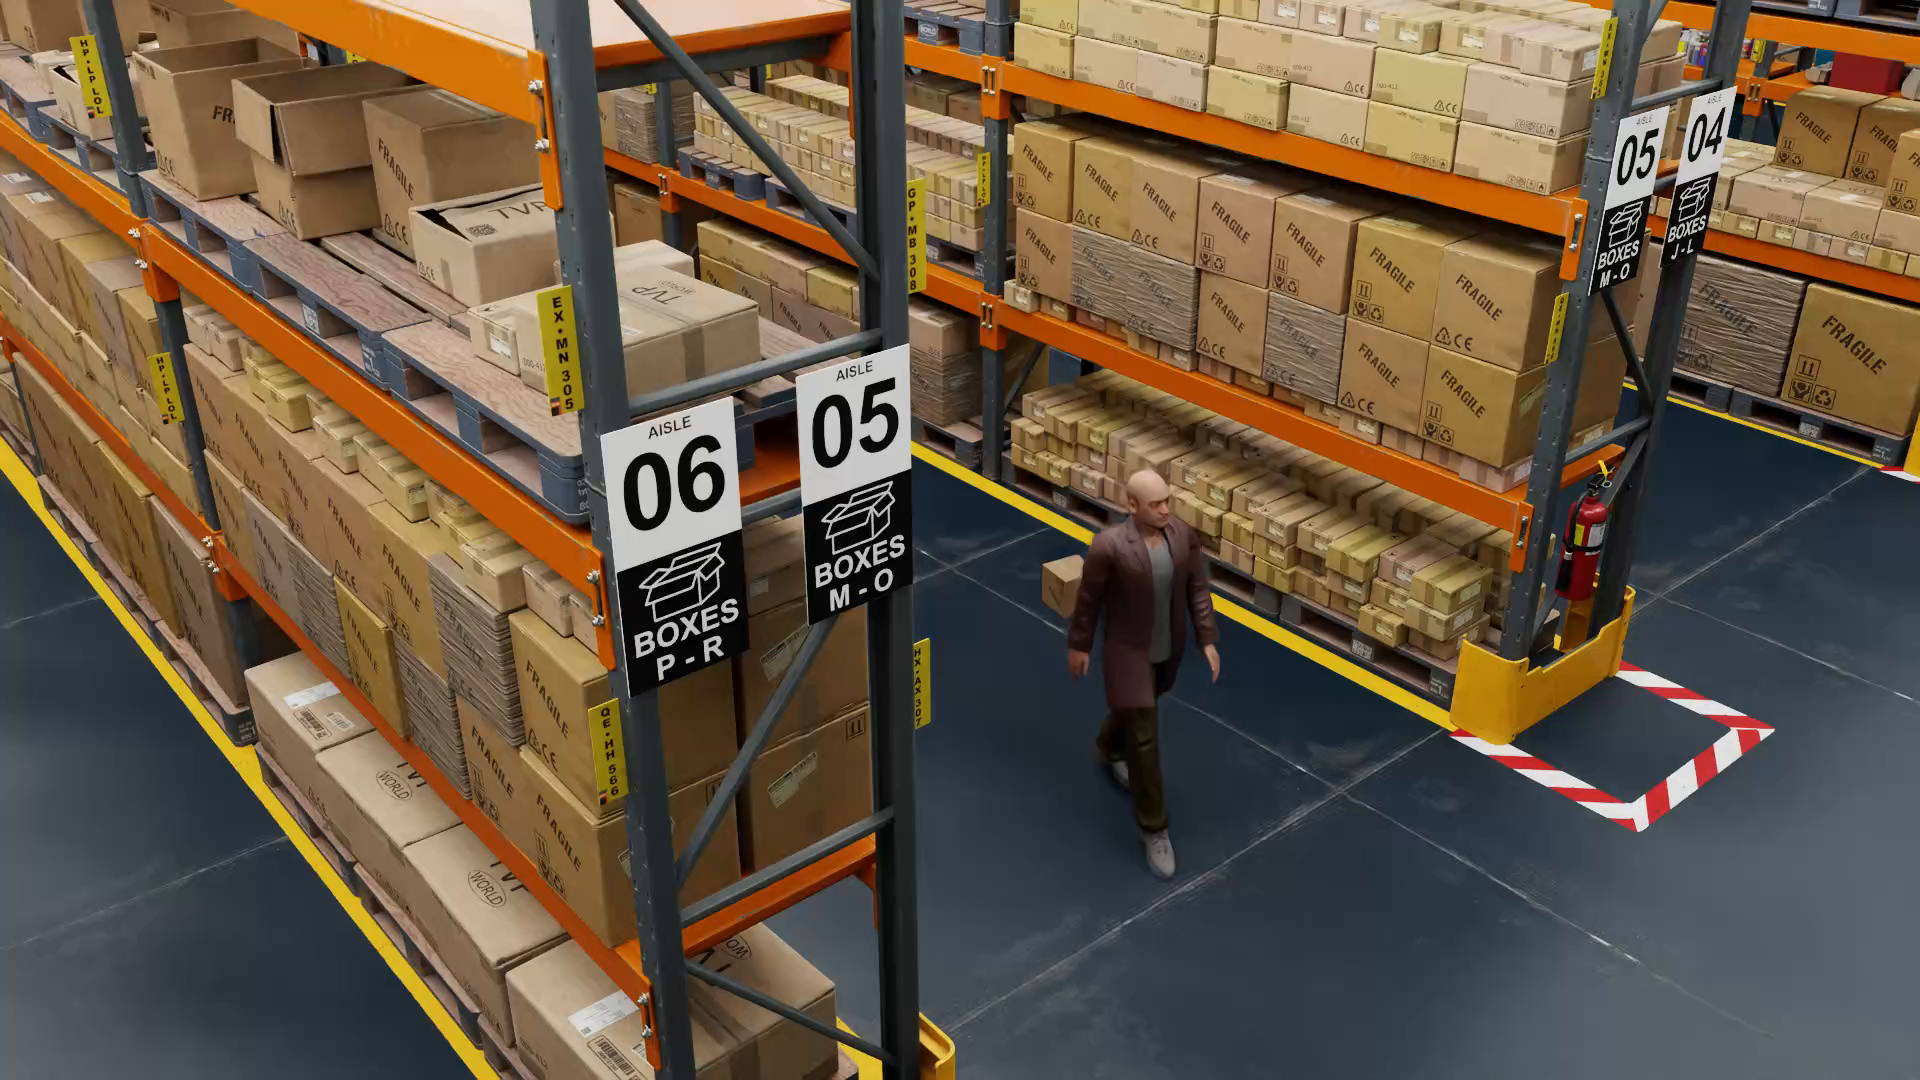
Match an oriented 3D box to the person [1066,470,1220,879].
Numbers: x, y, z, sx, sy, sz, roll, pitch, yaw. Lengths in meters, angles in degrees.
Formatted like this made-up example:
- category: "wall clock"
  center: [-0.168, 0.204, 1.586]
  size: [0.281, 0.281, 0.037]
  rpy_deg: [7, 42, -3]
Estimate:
- category: "person"
  center: [0.884, 0.529, 7.614]
  size: [0.621, 1.763, 0.976]
  rpy_deg: [-15, 31, -26]
